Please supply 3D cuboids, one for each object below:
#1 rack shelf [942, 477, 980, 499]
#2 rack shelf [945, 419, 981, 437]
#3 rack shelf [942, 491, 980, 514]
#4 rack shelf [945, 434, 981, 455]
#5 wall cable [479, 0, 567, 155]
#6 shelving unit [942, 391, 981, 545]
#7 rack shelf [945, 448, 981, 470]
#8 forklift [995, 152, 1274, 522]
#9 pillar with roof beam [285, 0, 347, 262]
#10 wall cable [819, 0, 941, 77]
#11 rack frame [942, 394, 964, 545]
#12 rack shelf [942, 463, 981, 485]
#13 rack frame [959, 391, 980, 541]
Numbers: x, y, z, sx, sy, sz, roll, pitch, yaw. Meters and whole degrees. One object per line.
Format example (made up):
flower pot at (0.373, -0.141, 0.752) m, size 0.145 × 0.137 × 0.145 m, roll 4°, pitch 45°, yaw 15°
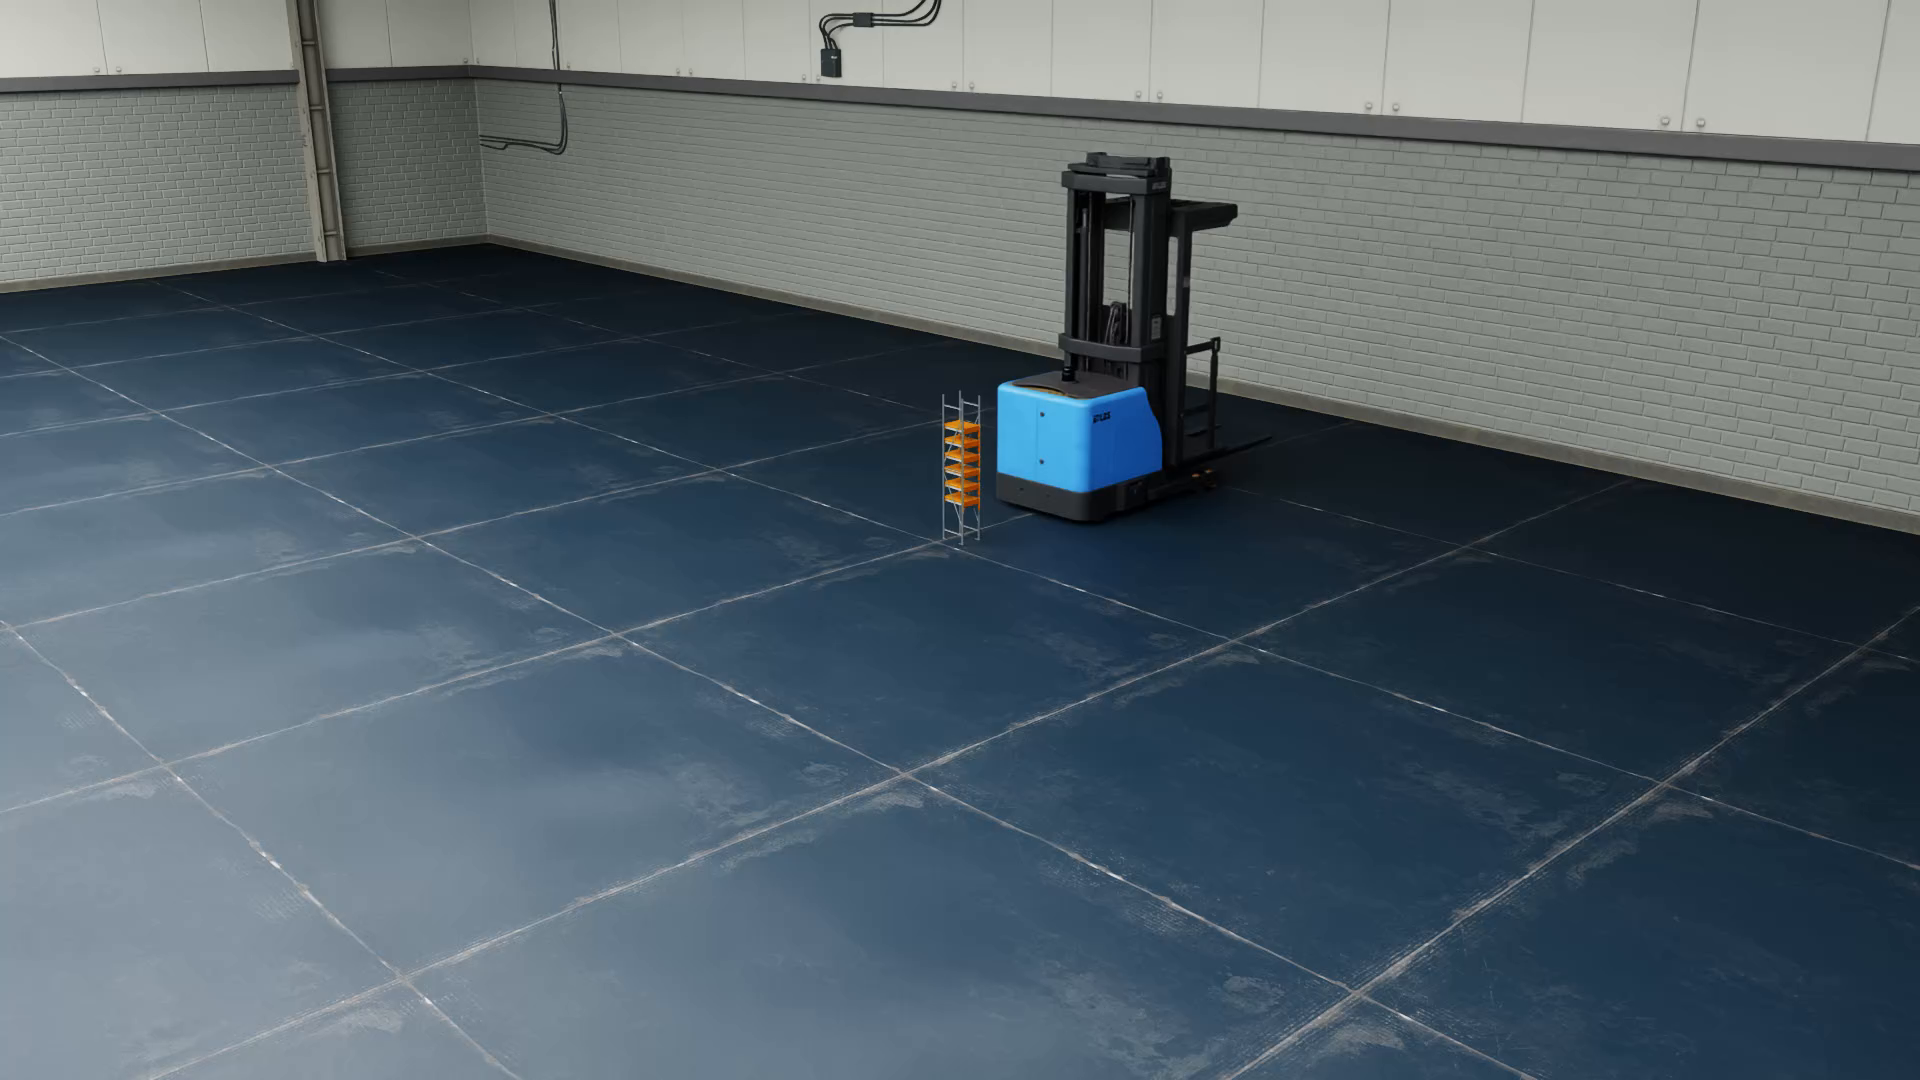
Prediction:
rack shelf at (0.011, -0.417, 13.360) m, size 0.180 × 0.103 × 0.258 m, roll -16°, pitch 24°, yaw -41°
rack shelf at (0.011, -0.874, 13.212) m, size 0.180 × 0.103 × 0.258 m, roll -16°, pitch 24°, yaw -41°
rack shelf at (0.011, -0.303, 13.397) m, size 0.180 × 0.103 × 0.258 m, roll -16°, pitch 24°, yaw -41°
rack shelf at (0.011, -0.760, 13.249) m, size 0.180 × 0.103 × 0.258 m, roll -16°, pitch 24°, yaw -41°
wall cable at (-7.554, -7.856, 28.159) m, size 0.112 × 2.526 × 3.097 m, roll -16°, pitch 24°, yaw -41°
shelving unit at (0.011, -0.574, 13.309) m, size 0.189 × 1.200 × 0.258 m, roll -16°, pitch 24°, yaw -41°
rack shelf at (0.011, -0.646, 13.286) m, size 0.180 × 0.103 × 0.258 m, roll -16°, pitch 24°, yaw -41°
forklift at (1.696, -1.917, 14.644) m, size 1.130 × 2.935 × 3.031 m, roll 17°, pitch 24°, yaw 42°
pillar with roof beam at (-7.646, -8.040, 23.693) m, size 0.400 × 9.000 × 9.100 m, roll -16°, pitch 24°, yaw -41°
wall cable at (-1.043, -8.820, 20.583) m, size 0.169 × 6.003 × 2.305 m, roll -16°, pitch 24°, yaw -41°
rack frame at (-0.056, -0.554, 13.249) m, size 0.006 × 1.200 × 0.240 m, roll -16°, pitch 24°, yaw -41°
rack shelf at (0.011, -0.532, 13.323) m, size 0.180 × 0.103 × 0.258 m, roll -16°, pitch 24°, yaw -41°
rack frame at (0.077, -0.593, 13.369) m, size 0.006 × 1.200 × 0.240 m, roll -16°, pitch 24°, yaw -41°
